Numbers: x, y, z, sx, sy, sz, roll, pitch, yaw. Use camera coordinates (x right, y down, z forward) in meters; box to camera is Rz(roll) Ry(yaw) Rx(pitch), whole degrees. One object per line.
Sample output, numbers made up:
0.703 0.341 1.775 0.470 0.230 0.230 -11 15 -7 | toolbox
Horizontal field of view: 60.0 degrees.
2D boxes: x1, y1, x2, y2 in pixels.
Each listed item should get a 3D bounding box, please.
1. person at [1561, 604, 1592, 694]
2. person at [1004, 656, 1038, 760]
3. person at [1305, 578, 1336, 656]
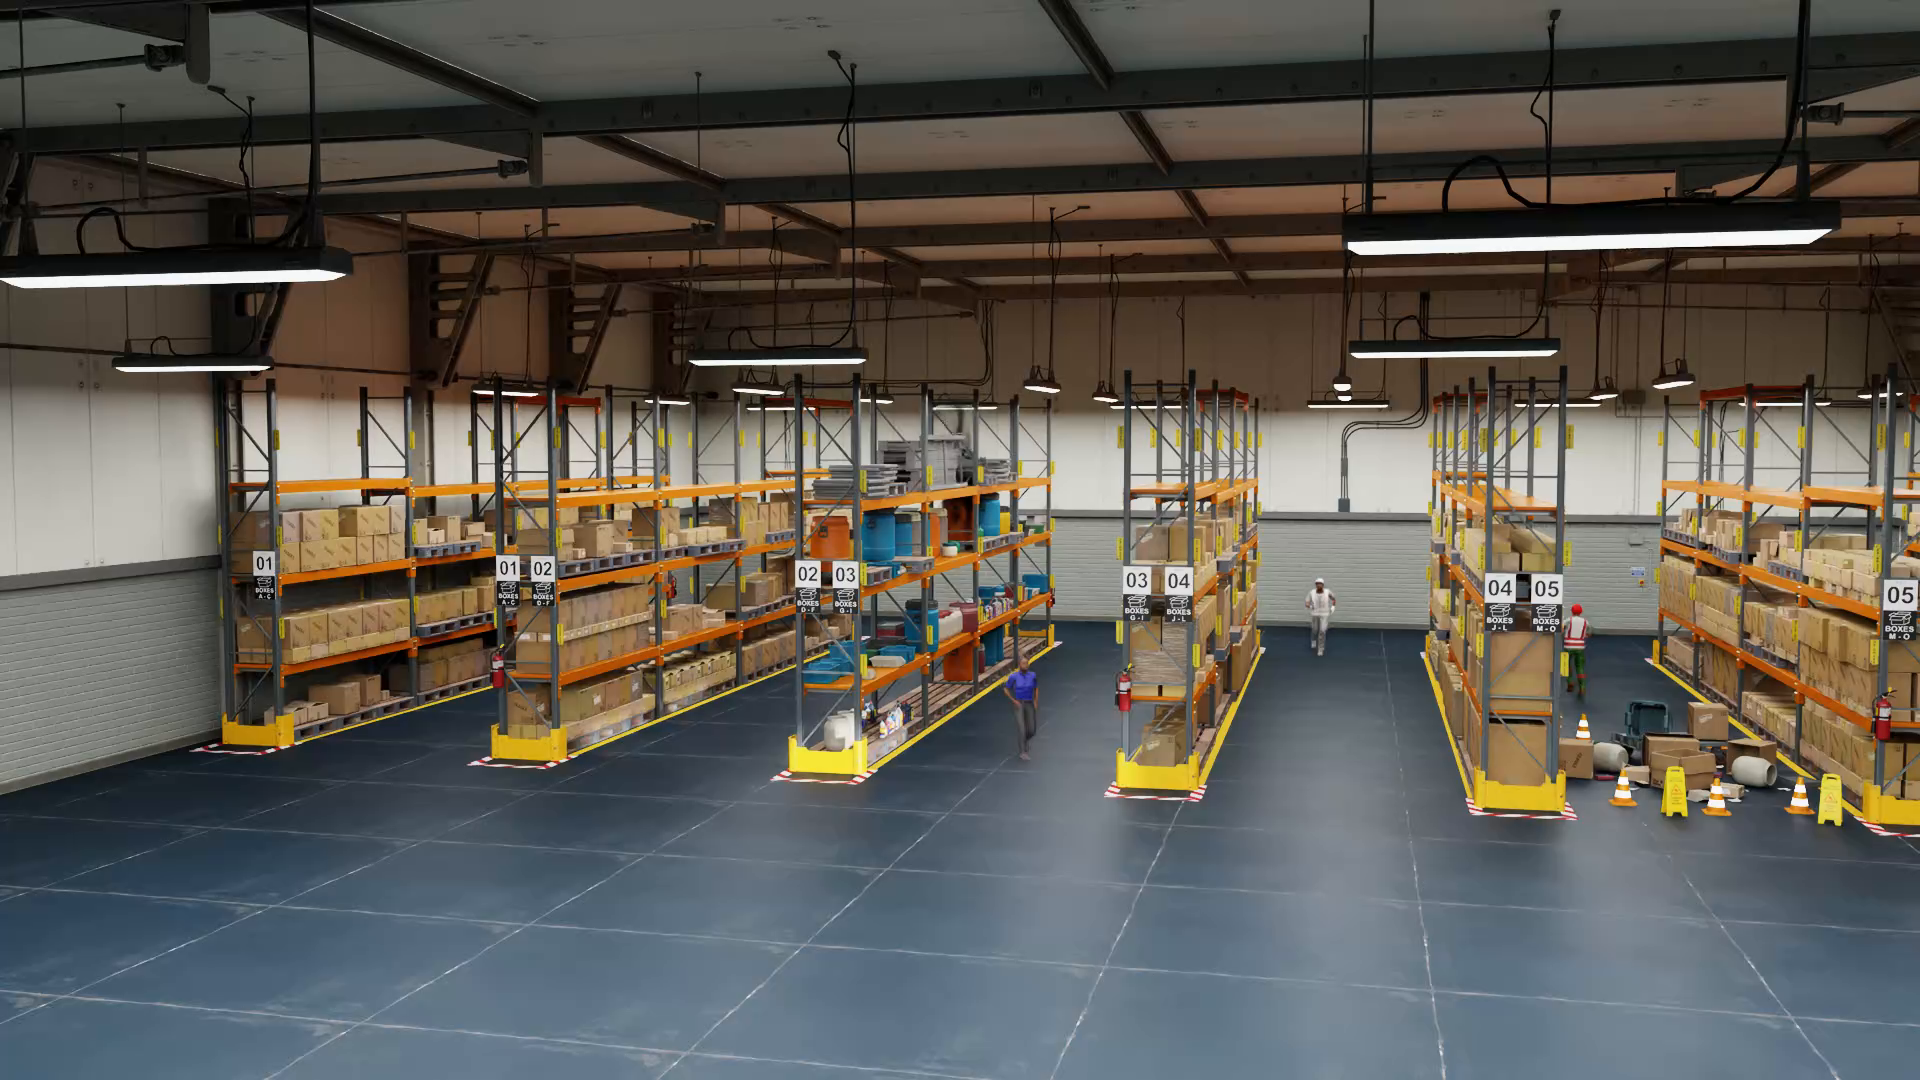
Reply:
12.057 2.145 32.670 0.671 1.782 0.871 1 3 11 | person
0.974 2.674 26.131 0.583 1.536 0.539 -1 4 -15 | person
8.428 1.780 38.912 0.692 1.787 0.979 1 4 15 | person
